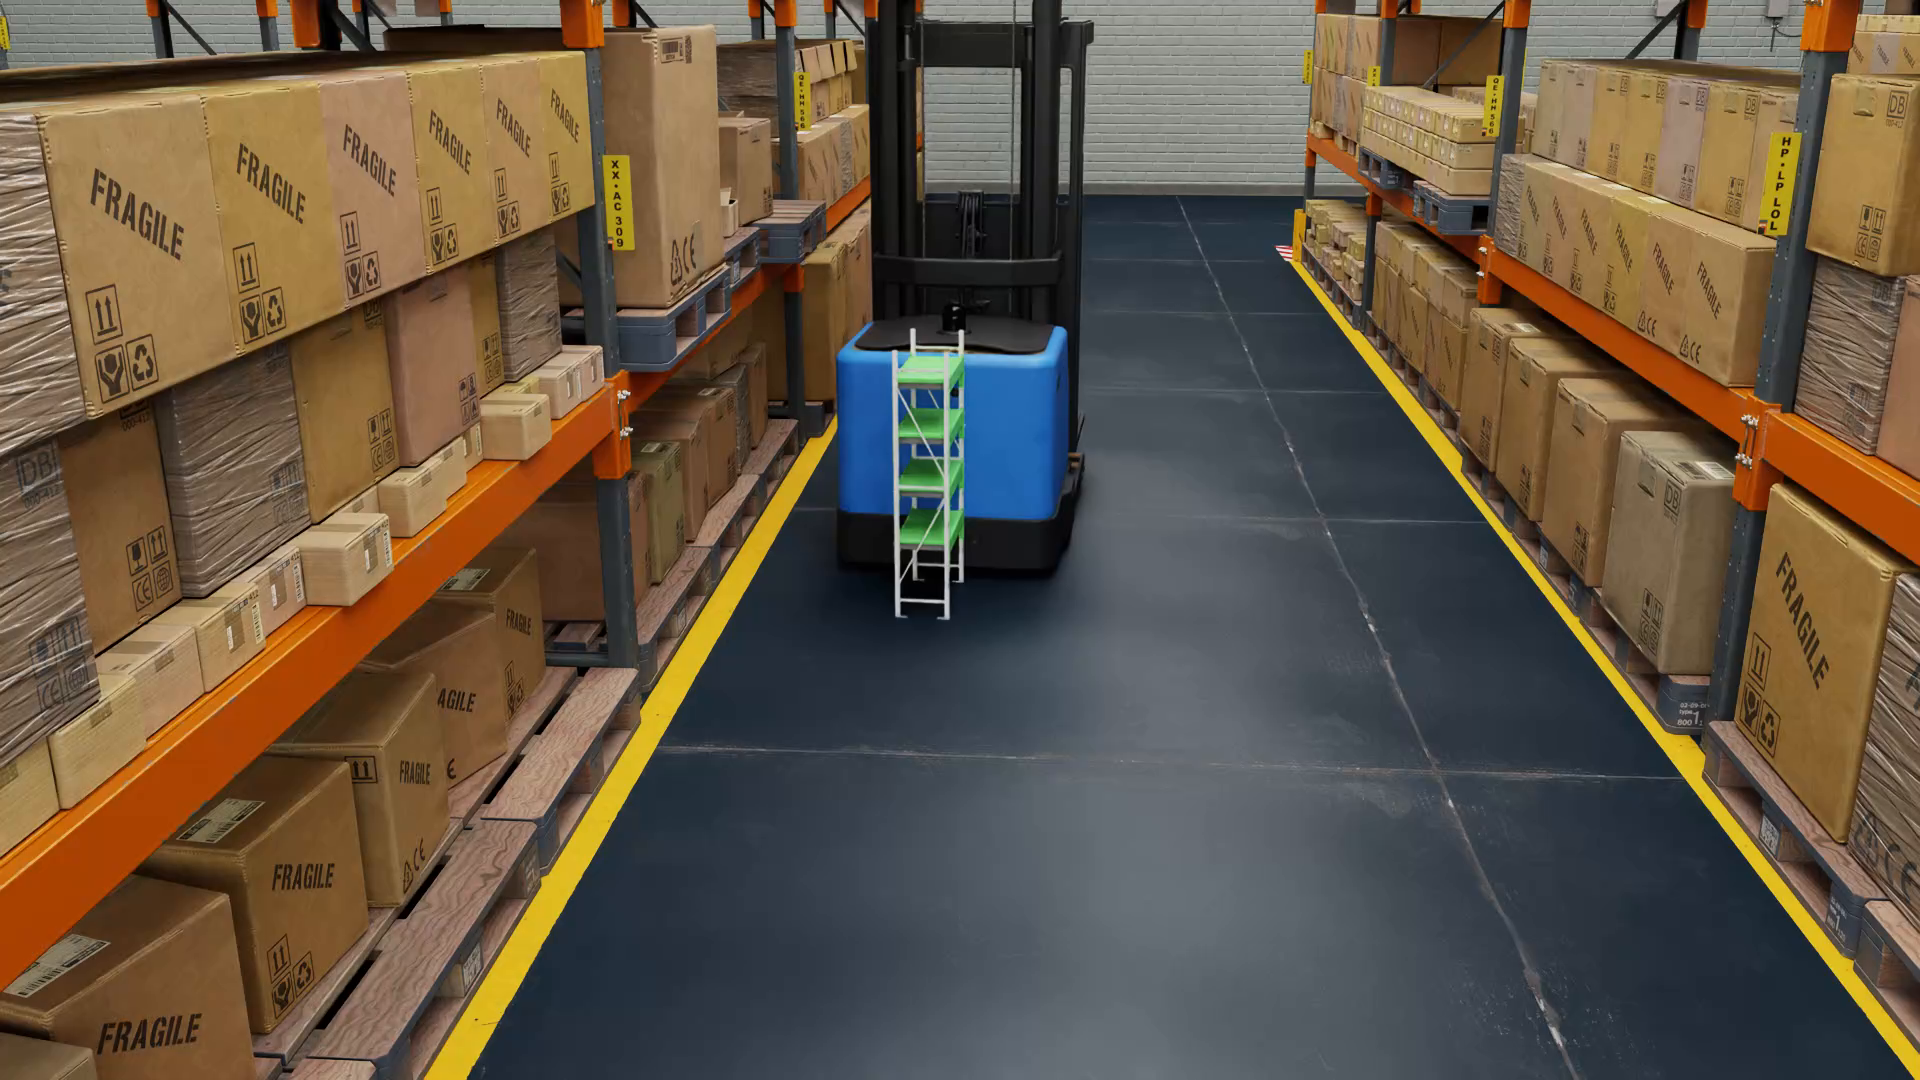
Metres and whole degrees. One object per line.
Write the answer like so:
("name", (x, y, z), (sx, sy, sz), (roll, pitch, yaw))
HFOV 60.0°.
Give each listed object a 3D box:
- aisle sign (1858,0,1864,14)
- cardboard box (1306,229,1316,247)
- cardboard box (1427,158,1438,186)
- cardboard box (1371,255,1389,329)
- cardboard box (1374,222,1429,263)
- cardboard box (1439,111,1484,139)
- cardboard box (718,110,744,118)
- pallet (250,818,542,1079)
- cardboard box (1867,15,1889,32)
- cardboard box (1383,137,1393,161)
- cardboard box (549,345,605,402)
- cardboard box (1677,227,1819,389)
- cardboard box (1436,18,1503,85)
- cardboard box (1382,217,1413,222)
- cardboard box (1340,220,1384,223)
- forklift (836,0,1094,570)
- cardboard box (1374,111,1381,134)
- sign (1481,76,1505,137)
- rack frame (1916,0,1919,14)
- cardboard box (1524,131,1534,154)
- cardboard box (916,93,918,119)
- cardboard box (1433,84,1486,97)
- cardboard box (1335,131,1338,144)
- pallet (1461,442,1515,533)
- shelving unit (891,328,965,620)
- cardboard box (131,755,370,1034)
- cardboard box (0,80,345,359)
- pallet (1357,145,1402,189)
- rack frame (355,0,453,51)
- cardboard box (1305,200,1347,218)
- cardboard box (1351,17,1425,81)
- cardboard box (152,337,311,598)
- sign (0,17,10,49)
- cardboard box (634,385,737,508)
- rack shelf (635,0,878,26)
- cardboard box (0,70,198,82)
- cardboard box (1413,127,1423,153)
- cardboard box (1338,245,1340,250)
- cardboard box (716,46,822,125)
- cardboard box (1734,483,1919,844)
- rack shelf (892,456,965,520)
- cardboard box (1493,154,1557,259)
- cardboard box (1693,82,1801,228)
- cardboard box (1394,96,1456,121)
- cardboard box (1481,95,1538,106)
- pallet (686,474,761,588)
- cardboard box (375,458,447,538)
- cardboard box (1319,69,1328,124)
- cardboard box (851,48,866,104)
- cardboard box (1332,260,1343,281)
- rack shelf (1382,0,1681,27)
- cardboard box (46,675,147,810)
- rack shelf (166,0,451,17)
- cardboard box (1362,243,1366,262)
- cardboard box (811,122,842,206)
("aisle sign", (8.724, -5.544, 16.351), (0.394, 0.787, 0.004), (1, 18, 4))
("cardboard box", (3.707, -3.048, 16.813), (0.380, 0.149, 0.250), (2, 18, 5))
("cardboard box", (3.105, -2.275, 10.278), (0.380, 0.149, 0.250), (2, 18, 5))
("cardboard box", (3.459, -1.905, 12.759), (0.500, 0.500, 0.500), (2, 18, 6))
("cardboard box", (3.460, -2.261, 12.643), (0.500, 0.250, 0.500), (0, 18, 1))
("cardboard box", (3.088, -2.478, 9.941), (0.380, 0.149, 0.250), (1, 18, 3))
("cardboard box", (-1.449, -2.095, 9.165), (0.500, 0.500, 0.500), (-1, 18, -3))
("pallet", (-1.834, 1.140, 4.605), (1.003, 0.211, 1.213), (1, 18, 4))
("cardboard box", (8.625, -4.764, 15.336), (0.380, 0.149, 0.250), (1, 18, 2))
("cardboard box", (3.217, -2.764, 11.771), (0.380, 0.149, 0.250), (0, 18, 1))
("cardboard box", (-1.459, -0.582, 5.784), (0.380, 0.149, 0.250), (1, 18, 4))
("cardboard box", (2.974, -0.848, 6.033), (0.500, 0.500, 0.500), (1, 18, 4))
("cardboard box", (4.052, -3.916, 13.312), (0.500, 0.500, 0.500), (2, 18, 5))
("cardboard box", (4.136, -2.914, 15.446), (0.380, 0.149, 0.250), (1, 18, 2))
("cardboard box", (3.690, -2.842, 15.228), (0.380, 0.149, 0.250), (1, 18, 4))
("forklift", (0.117, -1.670, 8.812), (1.130, 2.935, 3.031), (2, 18, 7))
("cardboard box", (3.255, -3.066, 12.213), (0.380, 0.149, 0.250), (2, 18, 5))
("sign", (2.948, -2.396, 9.187), (0.100, 0.325, 0.005), (1, 18, 4))
("rack frame", (9.008, -4.280, 16.668), (1.000, 3.000, 0.127), (1, 18, 4))
("cardboard box", (3.776, -2.487, 10.448), (0.380, 0.149, 0.250), (1, 18, 4))
("cardboard box", (-0.683, -4.257, 16.362), (0.500, 0.250, 0.500), (1, 18, 3))
("cardboard box", (4.064, -3.454, 13.508), (0.500, 0.500, 0.500), (1, 18, 3))
("cardboard box", (3.692, -3.741, 15.426), (0.380, 0.149, 0.250), (1, 18, 3))
("pallet", (3.358, -0.306, 9.019), (1.003, 0.211, 1.213), (1, 18, 4))
("shelving unit", (-0.135, -0.298, 7.407), (0.258, 1.200, 0.503), (2, 18, 7))
("cardboard box", (-1.889, 0.882, 4.253), (0.500, 0.500, 0.500), (3, 18, 9))
("cardboard box", (-1.635, -0.671, 3.410), (0.500, 0.500, 0.500), (1, 18, 4))
("pallet", (3.577, -2.792, 12.433), (1.003, 0.211, 1.213), (1, 18, 4))
("rack frame", (-5.817, -4.612, 17.680), (1.000, 3.000, 0.127), (1, 18, 4))
("cardboard box", (3.687, -3.332, 16.722), (0.380, 0.149, 0.250), (0, 18, 1))
("cardboard box", (3.572, -4.094, 13.855), (0.500, 0.500, 0.500), (1, 18, 2))
("cardboard box", (-1.961, -0.203, 3.588), (0.875, 0.500, 0.500), (1, 18, 4))
("sign", (-10.205, -5.405, 17.735), (0.100, 0.325, 0.005), (1, 18, 4))
("cardboard box", (-1.539, -0.481, 8.380), (0.700, 0.500, 0.500), (3, 18, 9))
("rack shelf", (-1.307, -3.721, 11.301), (1.077, 0.370, 4.000), (1, 18, 4))
("cardboard box", (-2.118, -0.838, 3.920), (0.500, 0.500, 0.500), (1, 18, 4))
("cardboard box", (3.144, -2.579, 10.729), (0.380, 0.149, 0.250), (1, 18, 4))
("cardboard box", (3.736, -2.780, 15.515), (0.380, 0.149, 0.250), (2, 18, 7))
("cardboard box", (-1.332, -2.970, 10.898), (0.797, 0.503, 0.637), (2, 18, 5))
("cardboard box", (3.088, 0.372, 5.209), (0.875, 0.875, 0.875), (2, 18, 5))
("rack shelf", (-0.135, -0.238, 7.427), (0.258, 0.148, 0.480), (2, 18, 7))
("cardboard box", (3.189, -1.789, 8.904), (0.500, 0.500, 0.500), (1, 18, 5))
("cardboard box", (3.268, -1.469, 6.323), (0.700, 0.500, 0.500), (1, 18, 3))
("cardboard box", (3.198, -2.966, 11.431), (0.380, 0.149, 0.250), (2, 18, 6))
("cardboard box", (3.864, -3.029, 11.624), (0.380, 0.149, 0.250), (1, 18, 2))
("pallet", (-1.597, -0.071, 8.301), (1.003, 0.211, 1.213), (1, 18, 4))
("cardboard box", (-1.581, -0.116, 4.363), (0.380, 0.149, 0.250), (1, 18, 4))
("cardboard box", (3.743, -4.248, 15.932), (0.500, 0.500, 0.500), (1, 18, 4))
("cardboard box", (-0.874, -3.828, 13.848), (0.500, 0.500, 0.500), (1, 18, 4))
("cardboard box", (3.539, -2.413, 14.872), (0.380, 0.149, 0.250), (1, 18, 4))
("rack shelf", (3.633, -3.579, 10.867), (1.077, 0.370, 4.000), (1, 18, 4))
("cardboard box", (-1.695, 0.350, 2.942), (0.380, 0.149, 0.250), (1, 18, 4))
("rack shelf", (-5.960, -5.074, 15.430), (1.077, 0.370, 4.000), (1, 18, 4))
("cardboard box", (3.543, -2.361, 13.759), (0.380, 0.149, 0.250), (2, 18, 5))
("cardboard box", (-1.076, -2.528, 11.162), (0.500, 0.500, 0.500), (1, 18, 3))
